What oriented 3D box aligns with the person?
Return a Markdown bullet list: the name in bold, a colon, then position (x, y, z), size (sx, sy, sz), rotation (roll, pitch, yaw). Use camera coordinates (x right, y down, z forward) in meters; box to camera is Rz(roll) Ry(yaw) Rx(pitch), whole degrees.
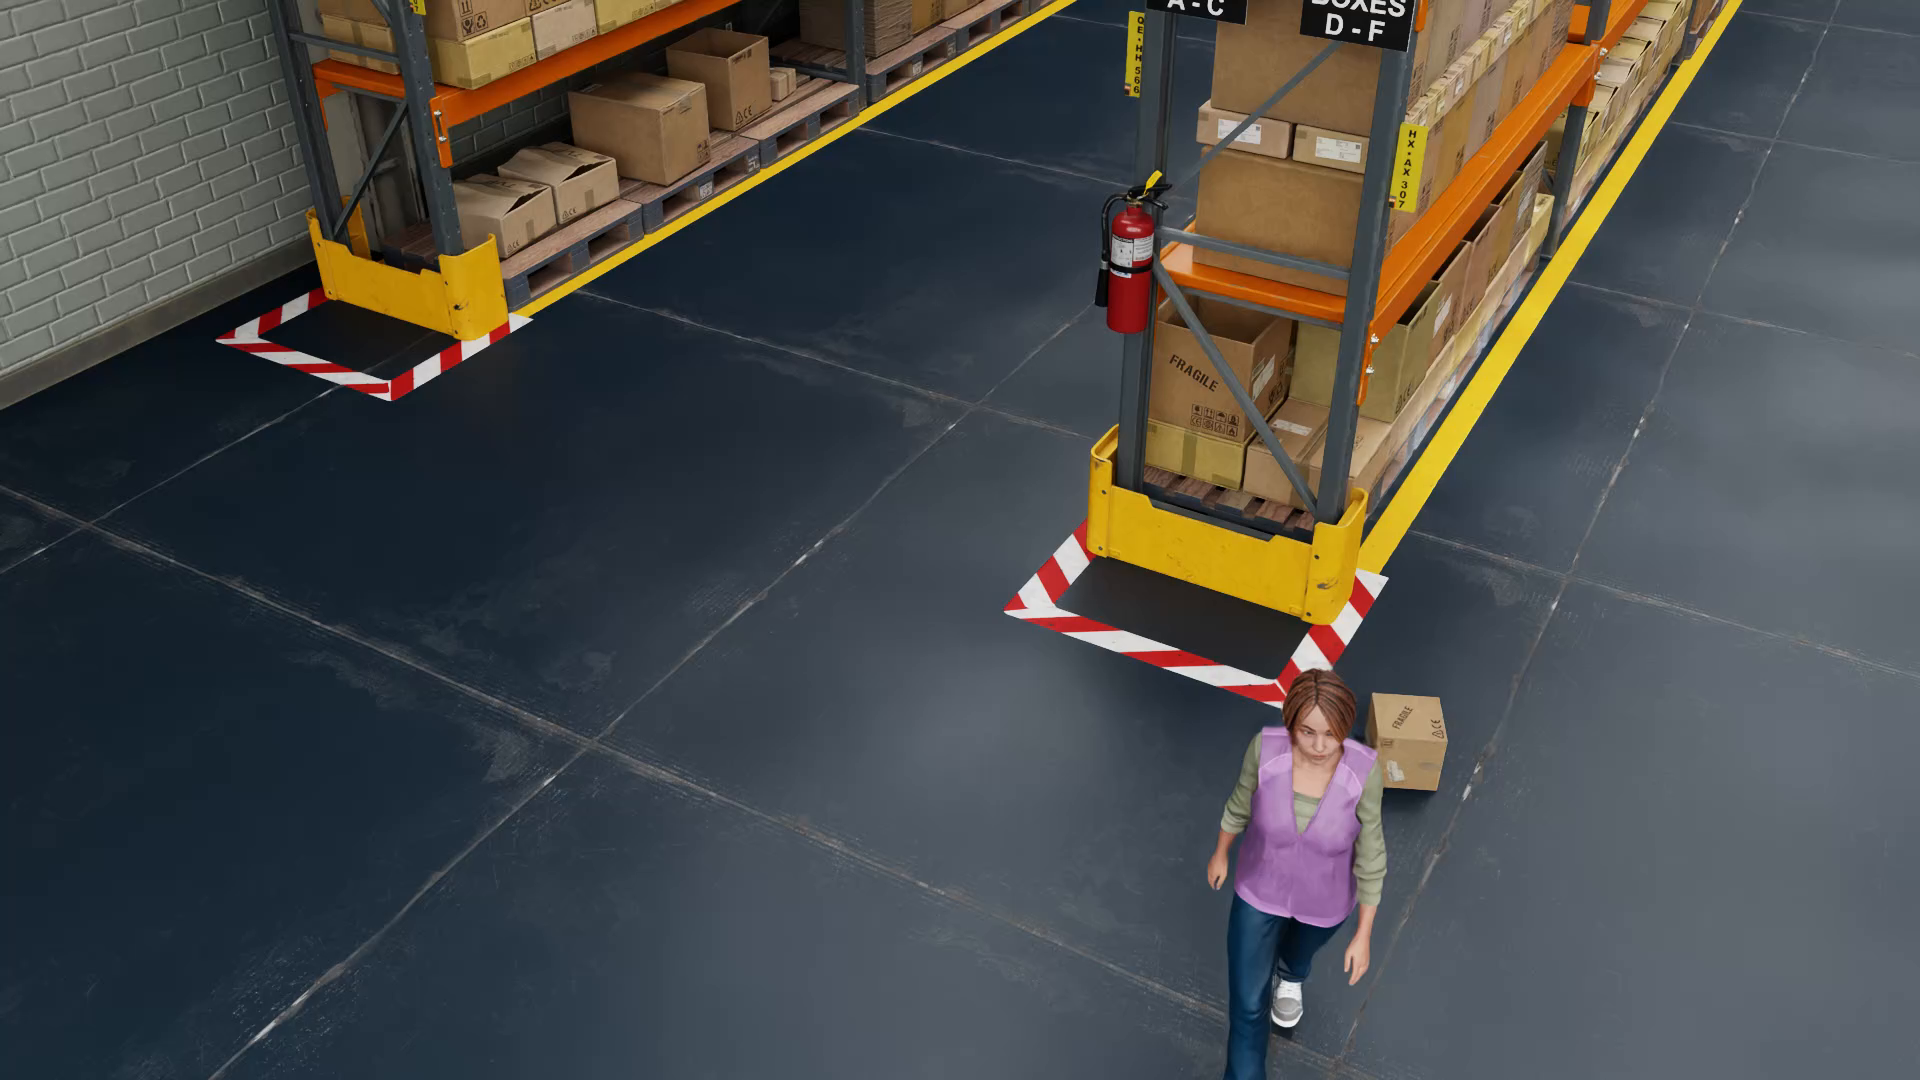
- **person**: position (0.927, 1.014, 4.670), size (0.479, 1.549, 0.926), rotation (7, 35, 10)
